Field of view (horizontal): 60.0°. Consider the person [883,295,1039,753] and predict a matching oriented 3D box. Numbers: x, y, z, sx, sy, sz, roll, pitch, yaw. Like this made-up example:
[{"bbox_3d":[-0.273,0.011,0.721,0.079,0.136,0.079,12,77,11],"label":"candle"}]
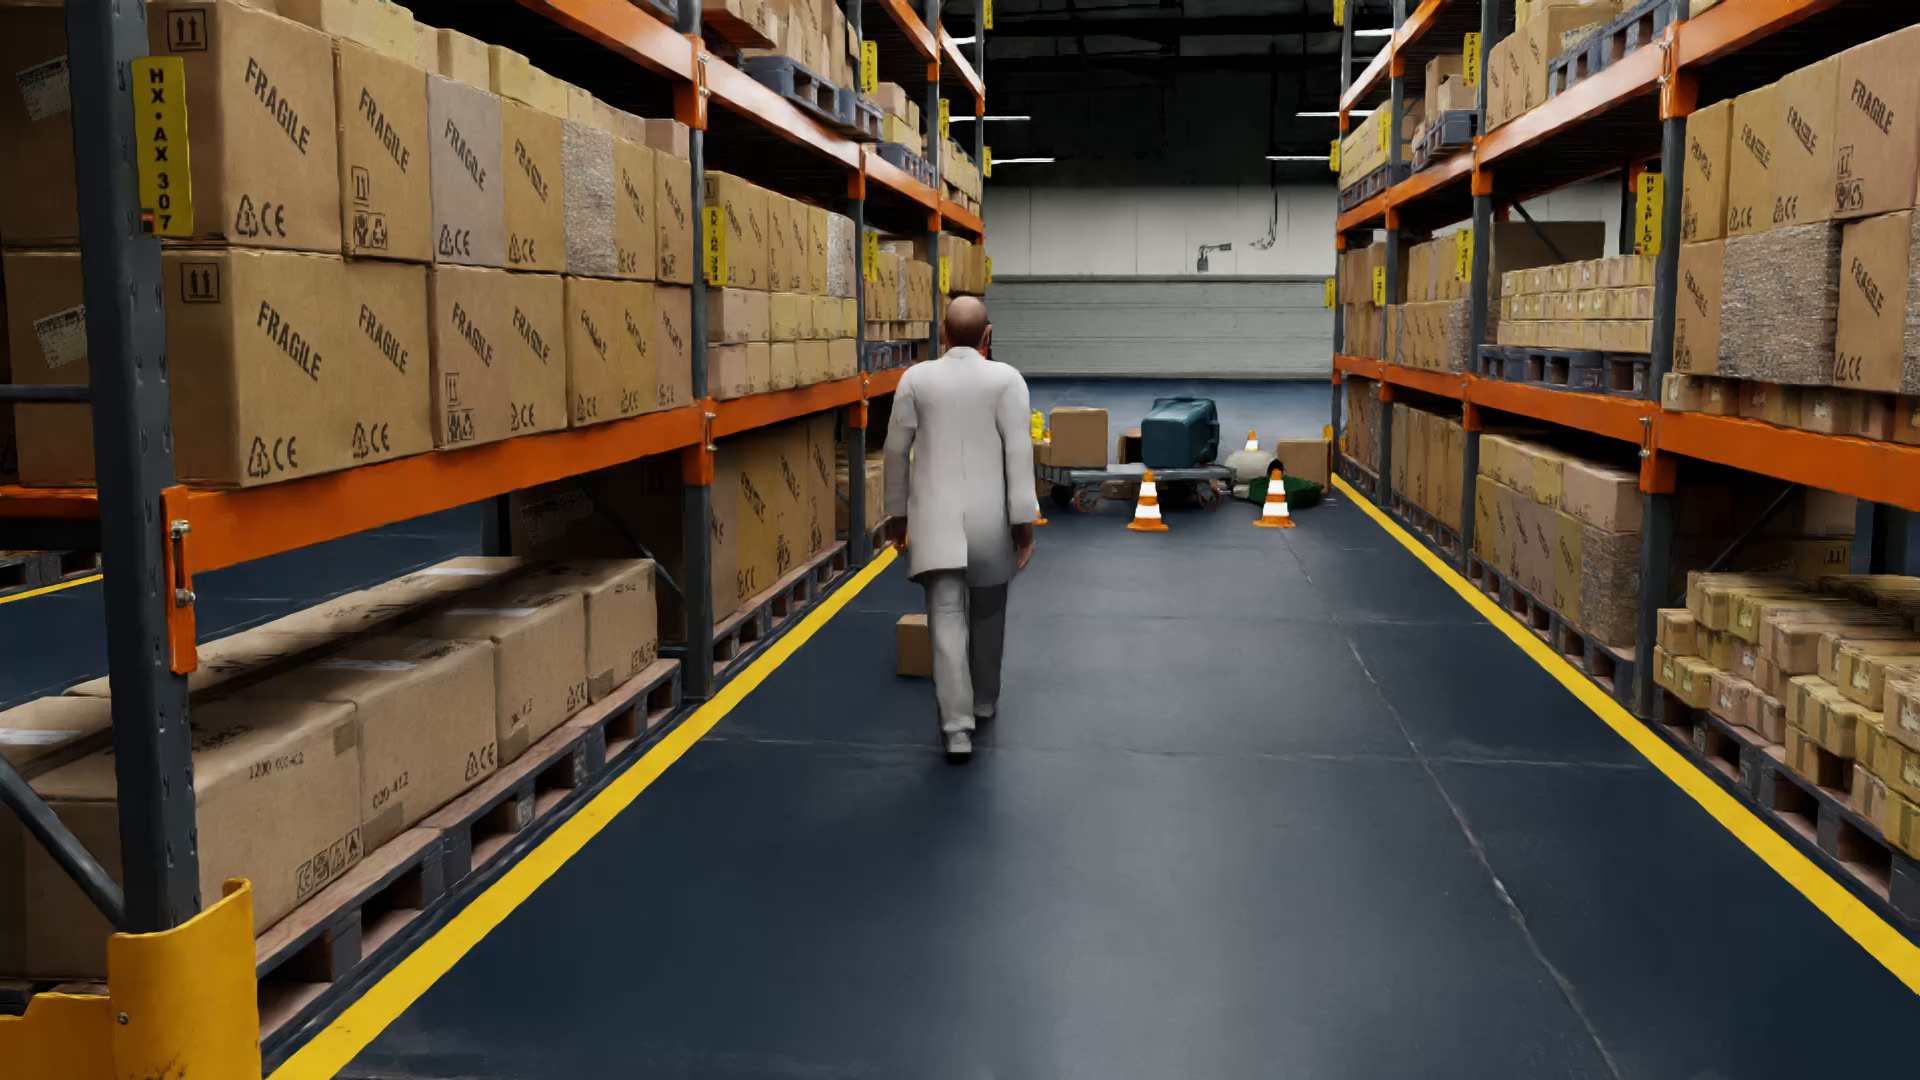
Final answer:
[{"bbox_3d":[-0.004,-0.051,6.638,0.607,1.630,1.025,0,7,-1],"label":"person"}]
